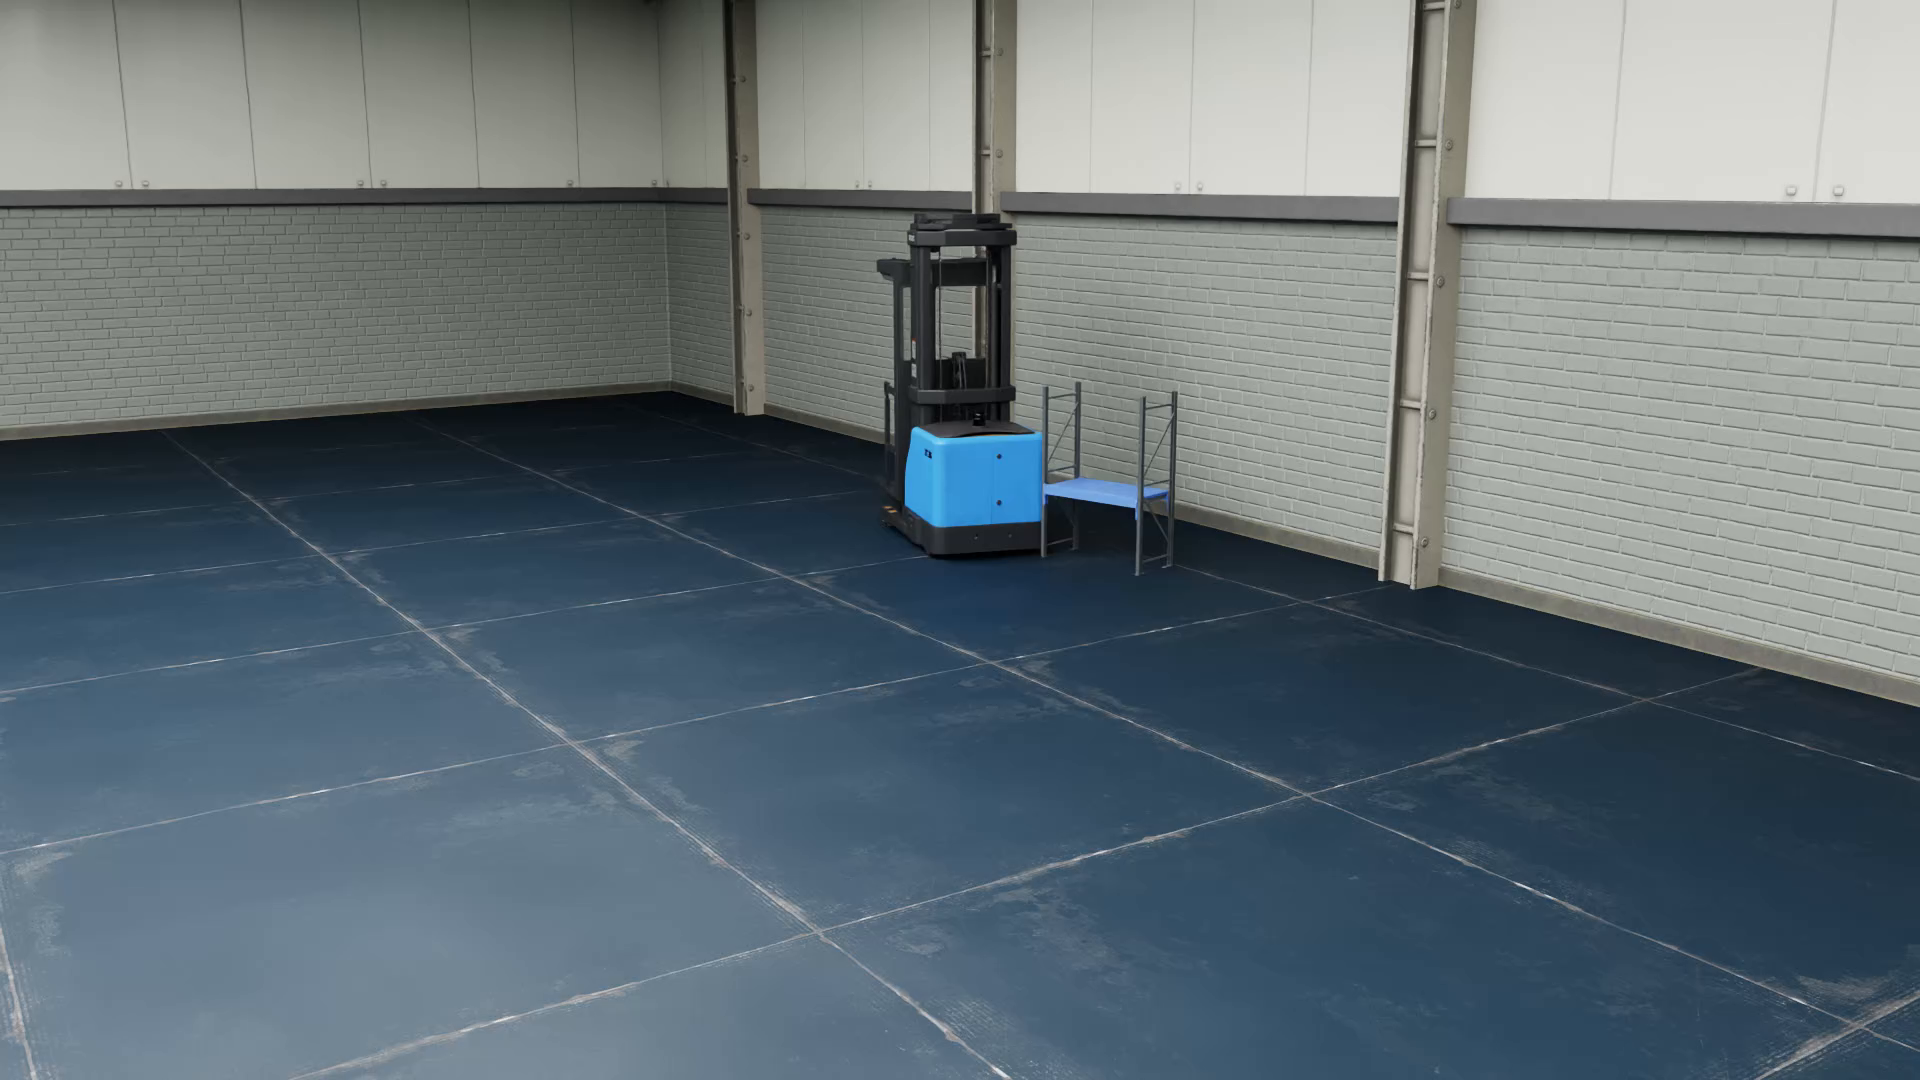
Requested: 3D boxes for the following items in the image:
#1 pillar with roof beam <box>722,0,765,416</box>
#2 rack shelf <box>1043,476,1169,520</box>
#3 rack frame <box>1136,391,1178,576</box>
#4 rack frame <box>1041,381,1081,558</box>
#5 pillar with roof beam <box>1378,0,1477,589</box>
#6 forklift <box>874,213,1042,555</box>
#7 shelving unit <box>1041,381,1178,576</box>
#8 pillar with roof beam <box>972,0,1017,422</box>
[{"bbox_3d":[-6.543,-5.674,20.133,9.100,9.000,0.400,-8,15,-33],"label":"pillar with roof beam"},{"bbox_3d":[1.264,-0.370,14.272,1.000,0.185,0.538,11,16,40],"label":"rack shelf"},{"bbox_3d":[1.645,-0.473,13.904,0.032,1.500,0.500,11,16,40],"label":"rack frame"},{"bbox_3d":[0.884,-0.618,14.563,0.032,1.500,0.500,11,16,40],"label":"rack frame"},{"bbox_3d":[0.105,-3.540,10.374,9.100,9.000,0.400,-8,15,-33],"label":"pillar with roof beam"},{"bbox_3d":[-0.140,-1.572,15.578,1.130,2.935,3.031,-4,13,-16],"label":"forklift"},{"bbox_3d":[1.264,-0.546,14.234,1.048,1.500,0.538,11,16,40],"label":"shelving unit"},{"bbox_3d":[-3.219,-4.607,15.254,9.100,9.000,0.400,-8,15,-33],"label":"pillar with roof beam"}]
